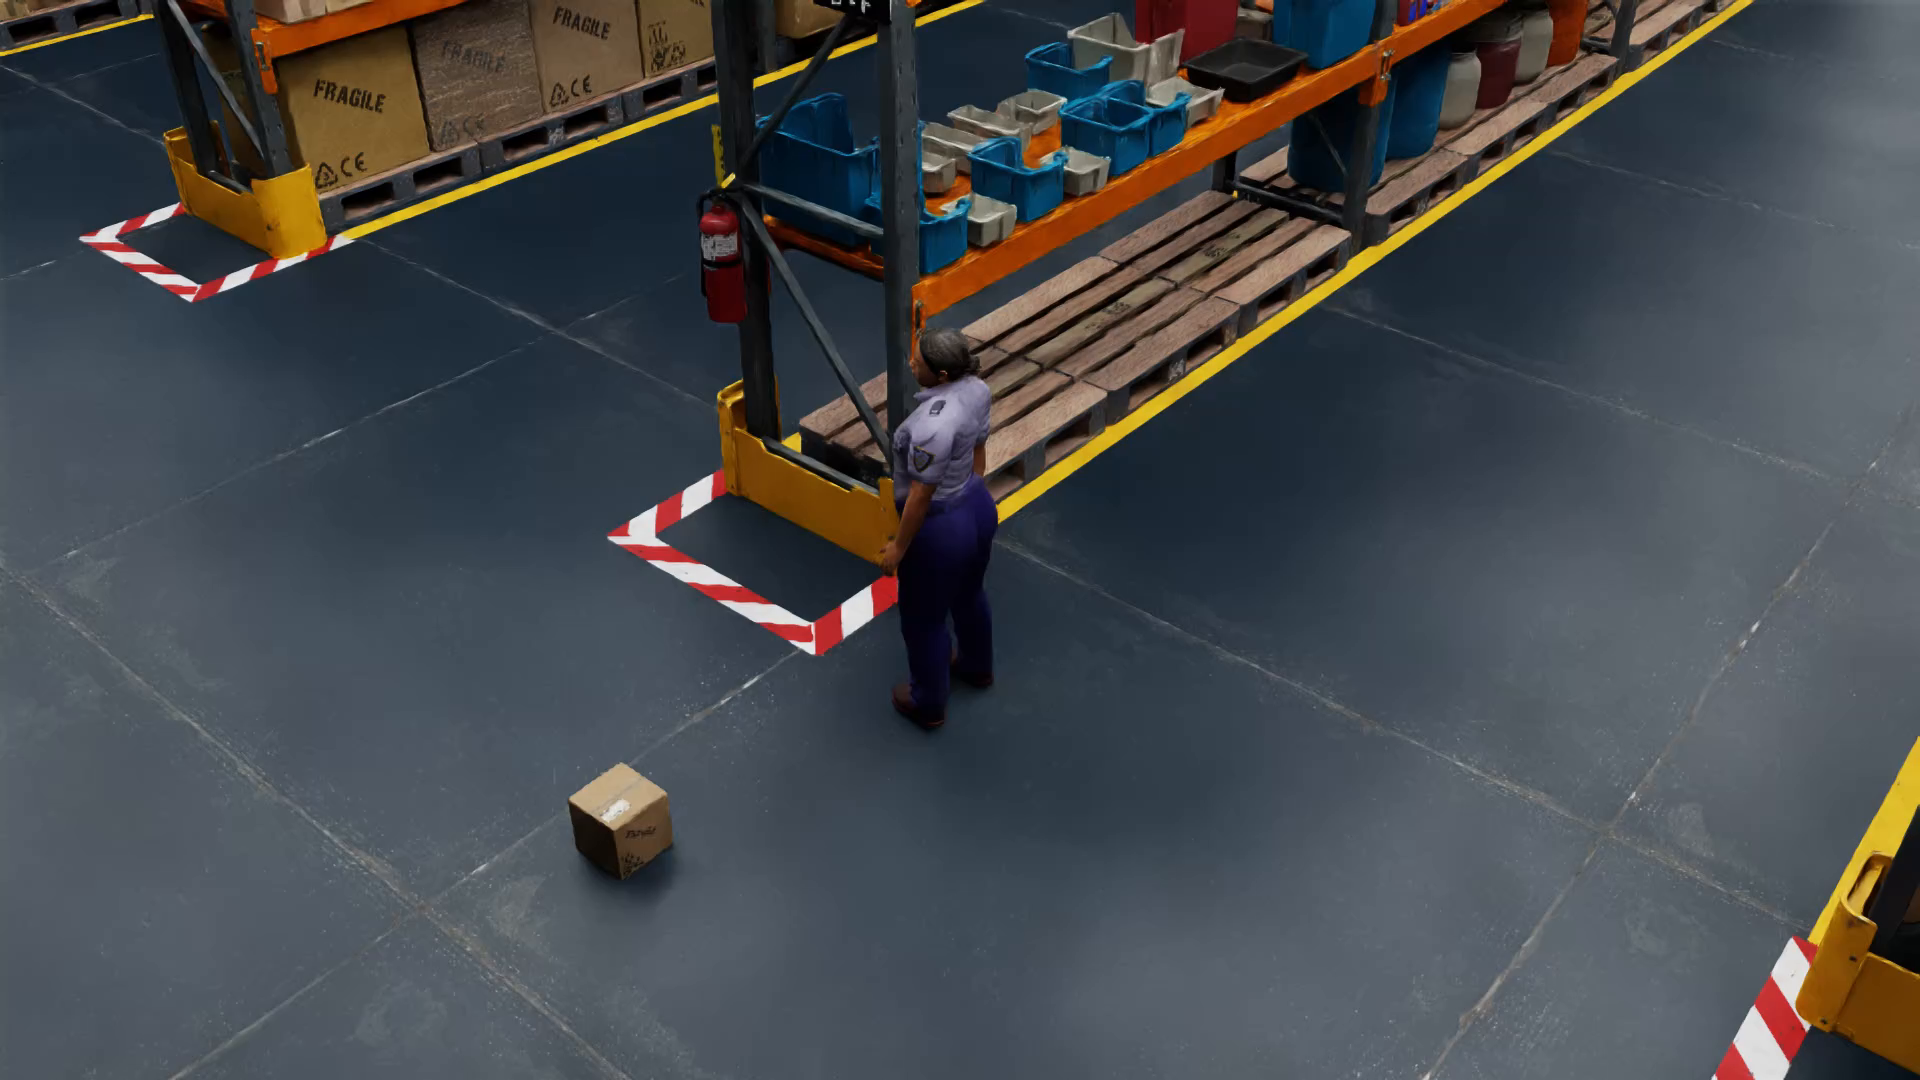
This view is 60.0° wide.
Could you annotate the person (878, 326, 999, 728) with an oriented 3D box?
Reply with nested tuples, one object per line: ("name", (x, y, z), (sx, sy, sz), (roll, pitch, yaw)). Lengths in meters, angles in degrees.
("person", (-0.066, -0.046, 6.188), (0.372, 1.658, 0.530), (16, 38, 21))
